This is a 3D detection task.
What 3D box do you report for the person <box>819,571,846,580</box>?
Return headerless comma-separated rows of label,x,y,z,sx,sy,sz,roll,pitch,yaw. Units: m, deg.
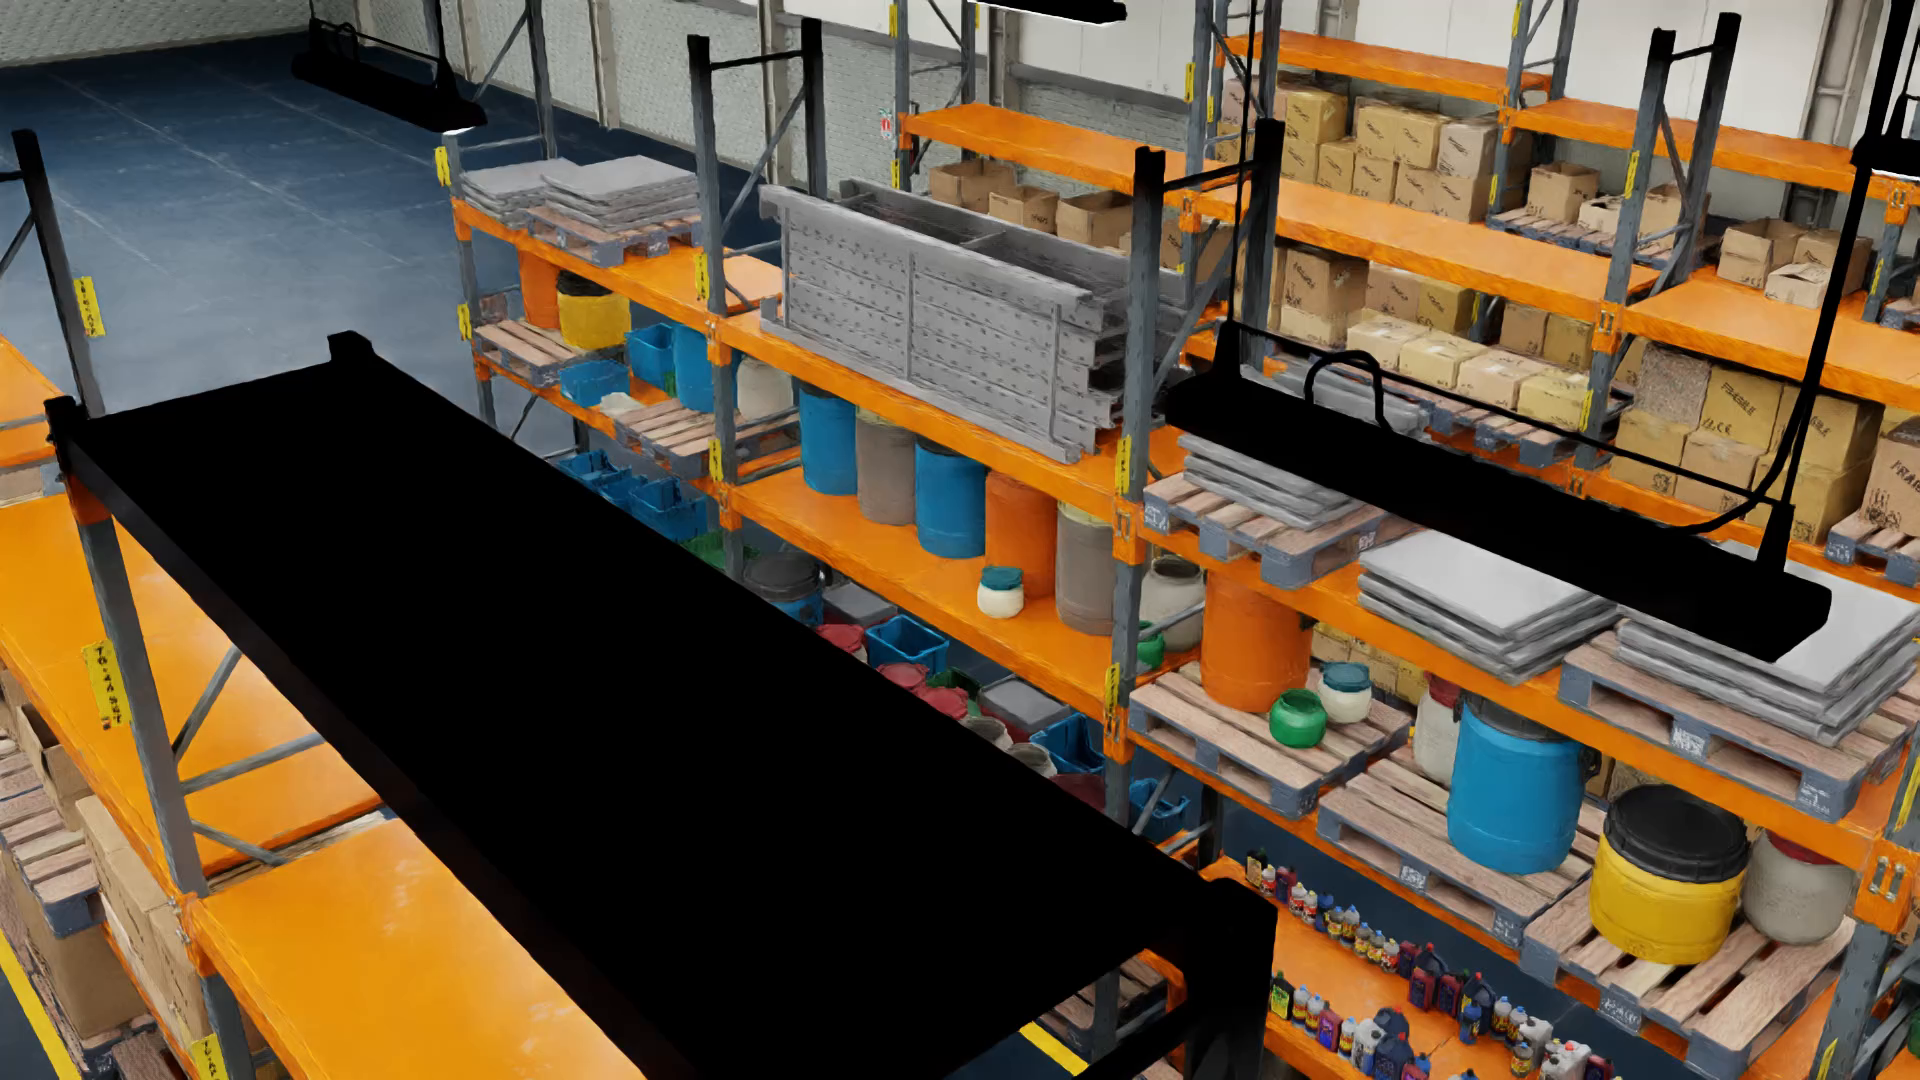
person,-0.997,-0.255,16.489,0.763,1.422,0.573,14,30,26
